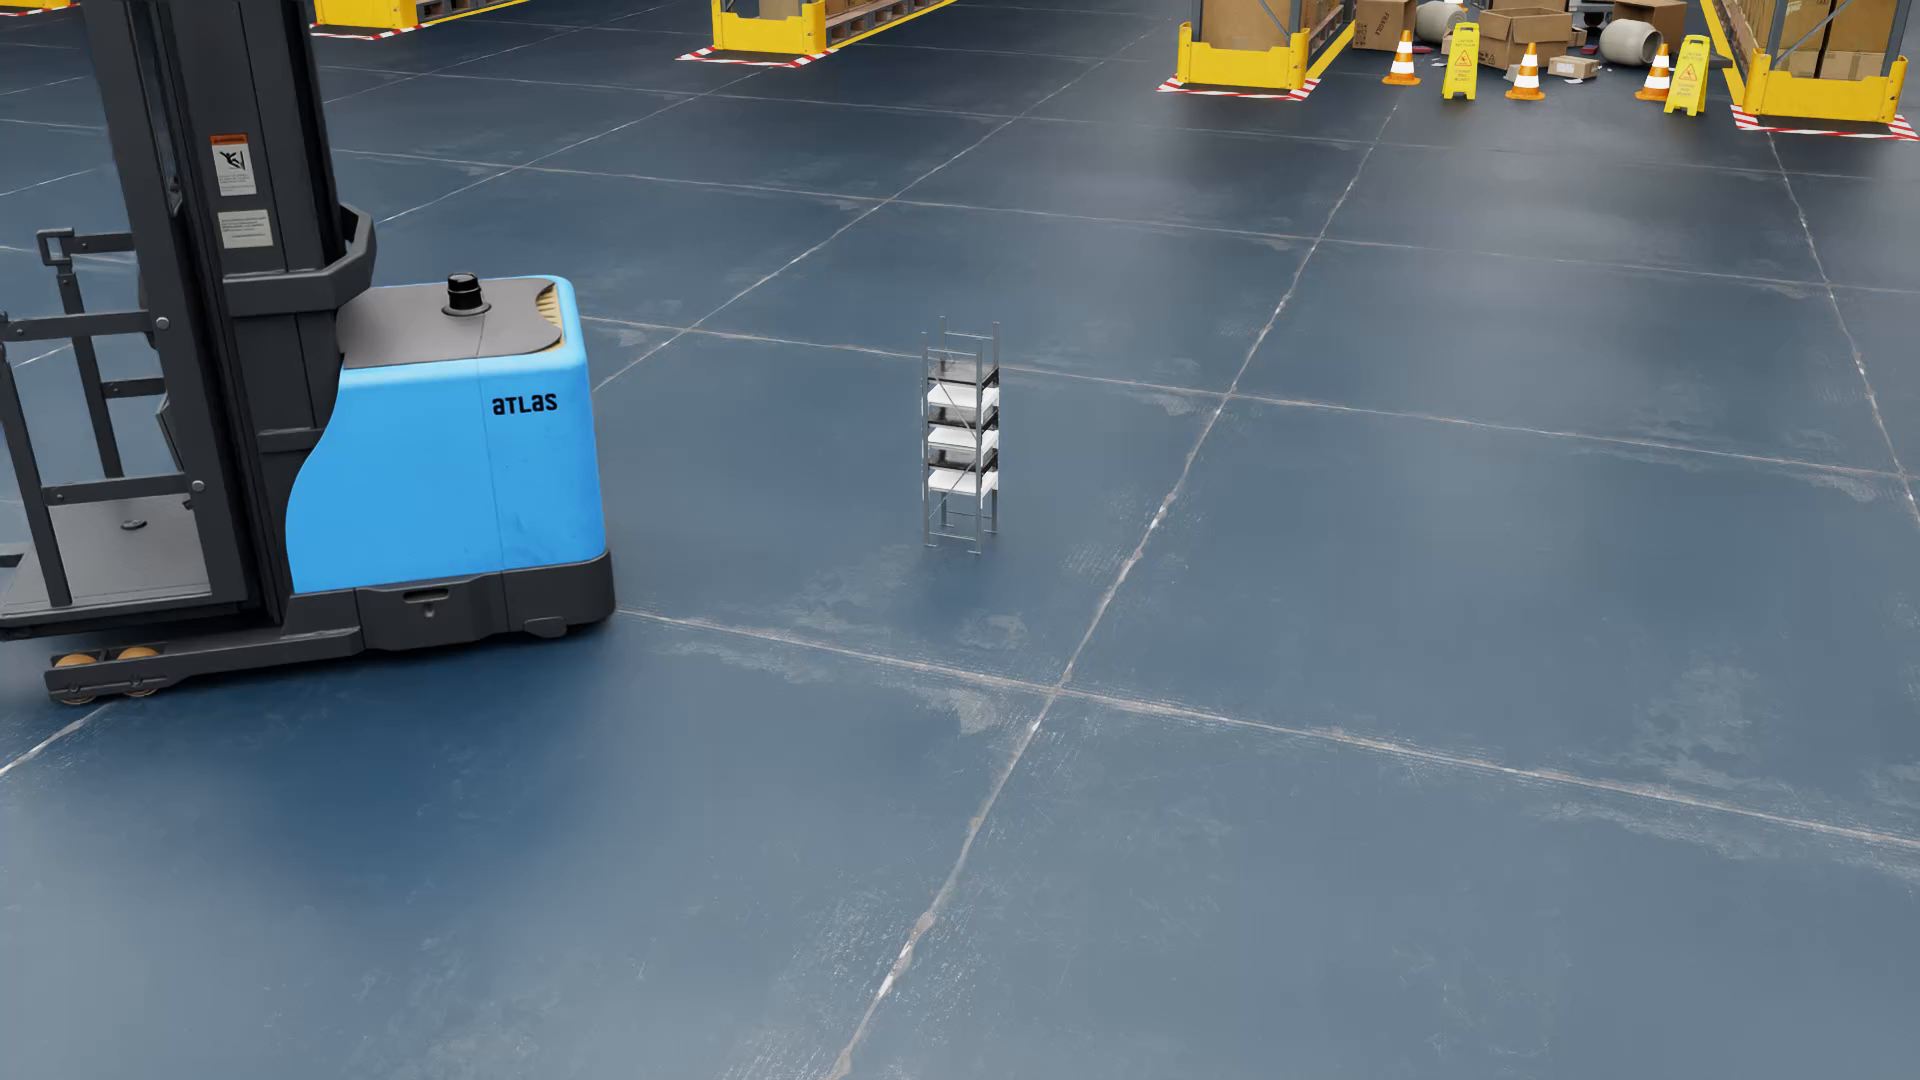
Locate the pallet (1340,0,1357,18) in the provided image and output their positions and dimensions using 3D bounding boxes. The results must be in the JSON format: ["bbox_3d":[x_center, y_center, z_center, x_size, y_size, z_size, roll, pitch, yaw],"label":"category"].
[{"bbox_3d":[4.162,-6.376,19.676,1.003,0.211,1.213,9,27,17],"label":"pallet"}]

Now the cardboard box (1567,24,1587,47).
[{"bbox_3d":[6.382,-5.372,17.541,0.258,0.266,0.396,-9,27,-18],"label":"cardboard box"}]

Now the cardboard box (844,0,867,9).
[{"bbox_3d":[-1.382,-6.243,18.589,0.500,0.500,0.500,11,28,22],"label":"cardboard box"}]

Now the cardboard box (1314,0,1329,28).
[{"bbox_3d":[3.404,-5.916,17.483,0.875,0.875,0.875,9,27,18],"label":"cardboard box"}]

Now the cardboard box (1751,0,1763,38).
[{"bbox_3d":[7.537,-4.854,15.145,0.500,0.500,0.500,10,28,19],"label":"cardboard box"}]

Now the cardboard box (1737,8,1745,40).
[{"bbox_3d":[8.059,-5.154,16.625,0.500,0.250,0.500,10,28,20],"label":"cardboard box"}]

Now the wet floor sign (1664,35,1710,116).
[{"bbox_3d":[6.274,-4.000,14.271,0.267,0.644,0.232,20,32,35],"label":"wet floor sign"}]

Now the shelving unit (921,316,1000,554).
[{"bbox_3d":[0.003,-0.408,6.561,0.258,0.900,0.210,9,27,17],"label":"shelving unit"}]

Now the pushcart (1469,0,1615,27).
[{"bbox_3d":[6.511,-5.756,18.206,1.648,0.377,0.936,0,26,-1],"label":"pushcart"}]

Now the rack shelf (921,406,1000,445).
[{"bbox_3d":[0.003,-0.459,6.536,0.258,0.077,0.200,9,27,17],"label":"rack shelf"}]

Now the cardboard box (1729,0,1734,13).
[{"bbox_3d":[8.850,-5.849,17.921,0.950,0.372,0.625,9,27,18],"label":"cardboard box"}]

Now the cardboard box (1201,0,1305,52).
[{"bbox_3d":[2.808,-5.180,15.963,0.875,0.875,0.875,9,27,18],"label":"cardboard box"}]

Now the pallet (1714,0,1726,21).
[{"bbox_3d":[9.339,-6.195,19.302,1.003,0.211,1.213,9,27,17],"label":"pallet"}]

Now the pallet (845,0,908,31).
[{"bbox_3d":[-1.262,-6.024,18.950,1.003,0.211,1.213,9,27,17],"label":"pallet"}]

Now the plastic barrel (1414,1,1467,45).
[{"bbox_3d":[5.045,-5.455,17.530,0.421,0.421,0.512,-14,29,-27],"label":"plastic barrel"}]

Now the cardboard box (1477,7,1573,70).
[{"bbox_3d":[5.543,-4.948,16.392,0.797,0.503,0.637,-9,27,-18],"label":"cardboard box"}]

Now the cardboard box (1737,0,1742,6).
[{"bbox_3d":[8.226,-5.712,16.918,0.500,0.500,0.500,10,28,20],"label":"cardboard box"}]

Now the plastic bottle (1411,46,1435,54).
[{"bbox_3d":[4.719,-5.034,17.077,0.283,0.061,0.133,0,26,-1],"label":"plastic bottle"}]

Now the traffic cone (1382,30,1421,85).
[{"bbox_3d":[4.161,-4.529,15.574,0.336,0.463,0.334,9,27,17],"label":"traffic cone"}]

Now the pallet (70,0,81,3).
[{"bbox_3d":[-11.124,-6.923,20.807,1.003,0.211,1.213,9,27,17],"label":"pallet"}]

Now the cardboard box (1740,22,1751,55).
[{"bbox_3d":[7.710,-4.733,15.756,0.500,0.250,0.500,8,27,16],"label":"cardboard box"}]

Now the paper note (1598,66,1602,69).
[{"bbox_3d":[6.208,-4.646,16.323,0.148,0.019,0.142,20,32,35],"label":"paper note"}]

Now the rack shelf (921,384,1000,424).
[{"bbox_3d":[0.003,-0.540,6.497,0.258,0.077,0.200,9,27,17],"label":"rack shelf"}]

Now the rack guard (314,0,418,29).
[{"bbox_3d":[-6.689,-6.051,18.674,1.175,0.500,0.348,9,27,17],"label":"rack guard"}]

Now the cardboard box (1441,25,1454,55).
[{"bbox_3d":[5.141,-5.099,16.976,0.396,0.266,0.258,14,29,26],"label":"cardboard box"}]

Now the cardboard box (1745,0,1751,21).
[{"bbox_3d":[7.885,-5.278,16.021,0.500,0.500,0.500,10,28,20],"label":"cardboard box"}]

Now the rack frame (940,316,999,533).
[{"bbox_3d":[0.037,-0.450,6.647,0.240,0.900,0.006,9,27,17],"label":"rack frame"}]

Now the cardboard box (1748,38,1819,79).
[{"bbox_3d":[7.370,-4.315,14.894,0.500,0.250,0.500,9,27,17],"label":"cardboard box"}]

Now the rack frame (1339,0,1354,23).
[{"bbox_3d":[3.976,-7.303,18.391,1.000,3.000,0.127,9,27,17],"label":"rack frame"}]

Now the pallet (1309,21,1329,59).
[{"bbox_3d":[3.245,-5.243,17.338,1.003,0.211,1.213,9,27,17],"label":"pallet"}]

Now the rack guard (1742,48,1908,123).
[{"bbox_3d":[7.372,-3.889,14.208,1.175,0.500,0.348,9,27,17],"label":"rack guard"}]

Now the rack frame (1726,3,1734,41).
[{"bbox_3d":[8.677,-6.626,16.994,1.000,3.000,0.127,9,27,17],"label":"rack frame"}]

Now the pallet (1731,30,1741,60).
[{"bbox_3d":[8.487,-5.090,17.021,1.003,0.211,1.213,9,27,17],"label":"pallet"}]

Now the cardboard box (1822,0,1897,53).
[{"bbox_3d":[7.883,-4.573,14.565,0.500,0.500,0.500,8,27,16],"label":"cardboard box"}]

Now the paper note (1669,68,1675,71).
[{"bbox_3d":[6.912,-4.596,16.207,0.142,0.019,0.148,0,26,-1],"label":"paper note"}]

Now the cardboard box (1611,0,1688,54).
[{"bbox_3d":[7.038,-5.260,17.036,0.500,0.500,0.500,-14,29,-27],"label":"cardboard box"}]

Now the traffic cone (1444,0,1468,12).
[{"bbox_3d":[5.846,-6.493,19.630,0.336,0.463,0.334,9,27,17],"label":"traffic cone"}]

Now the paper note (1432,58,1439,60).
[{"bbox_3d":[4.785,-4.835,16.725,0.123,0.001,0.032,-20,33,-36],"label":"paper note"}]

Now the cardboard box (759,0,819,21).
[{"bbox_3d":[-1.775,-5.738,17.545,0.500,0.500,0.500,14,29,27],"label":"cardboard box"}]

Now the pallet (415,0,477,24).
[{"bbox_3d":[-6.413,-6.254,19.425,1.003,0.211,1.213,9,27,17],"label":"pallet"}]

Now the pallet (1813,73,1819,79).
[{"bbox_3d":[7.675,-4.088,14.950,1.003,0.211,1.213,9,27,17],"label":"pallet"}]

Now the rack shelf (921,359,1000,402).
[{"bbox_3d":[0.003,-0.621,6.458,0.258,0.077,0.200,9,27,17],"label":"rack shelf"}]

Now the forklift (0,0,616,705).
[{"bbox_3d":[-2.832,-1.020,5.493,3.031,2.935,1.130,-7,27,-13],"label":"forklift"}]
